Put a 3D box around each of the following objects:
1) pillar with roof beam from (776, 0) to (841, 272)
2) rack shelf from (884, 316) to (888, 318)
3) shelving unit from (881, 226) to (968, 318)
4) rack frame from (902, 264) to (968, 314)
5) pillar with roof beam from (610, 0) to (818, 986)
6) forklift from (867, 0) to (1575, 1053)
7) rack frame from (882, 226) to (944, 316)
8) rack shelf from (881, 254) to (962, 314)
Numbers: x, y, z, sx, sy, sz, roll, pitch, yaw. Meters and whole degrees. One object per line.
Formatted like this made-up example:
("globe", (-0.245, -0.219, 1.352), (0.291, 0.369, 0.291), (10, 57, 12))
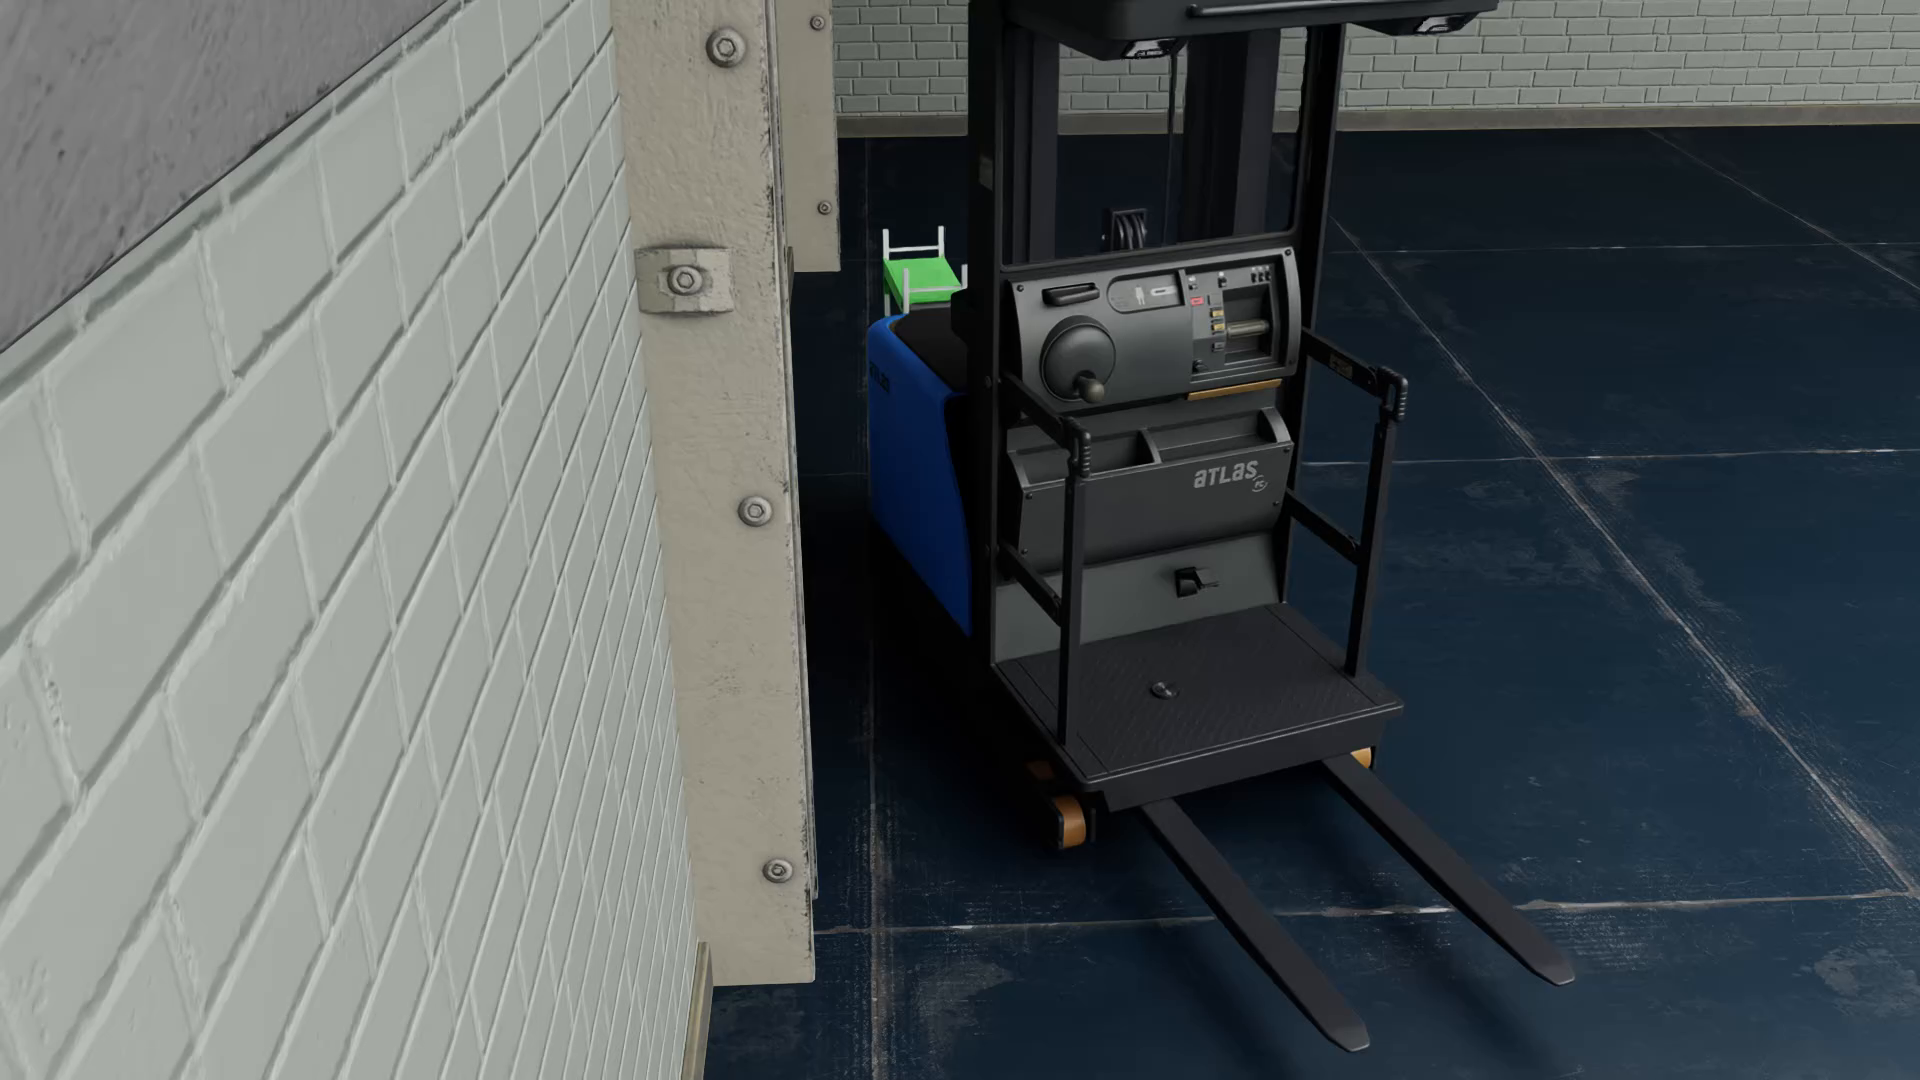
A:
("pillar with roof beam", (3.430, -5.764, 8.071), (9.100, 9.000, 0.400), (-1, 28, -3))
("rack shelf", (-0.137, -0.731, 6.473), (0.258, 0.148, 0.480), (-5, 28, -10))
("shelving unit", (-0.137, -0.575, 6.555), (0.258, 1.200, 0.503), (-5, 28, -10))
("rack frame", (-0.090, -0.464, 6.342), (0.240, 1.200, 0.015), (-5, 28, -10))
("pillar with roof beam", (3.744, -2.993, 2.758), (9.100, 9.000, 0.400), (-1, 28, -3))
("forklift", (0.670, -0.595, 4.721), (1.130, 2.935, 3.031), (-11, 29, -19))
("rack frame", (-0.183, -0.686, 6.767), (0.240, 1.200, 0.015), (-5, 28, -10))
("rack shelf", (-0.137, -0.944, 6.362), (0.258, 0.148, 0.480), (-5, 28, -10))
